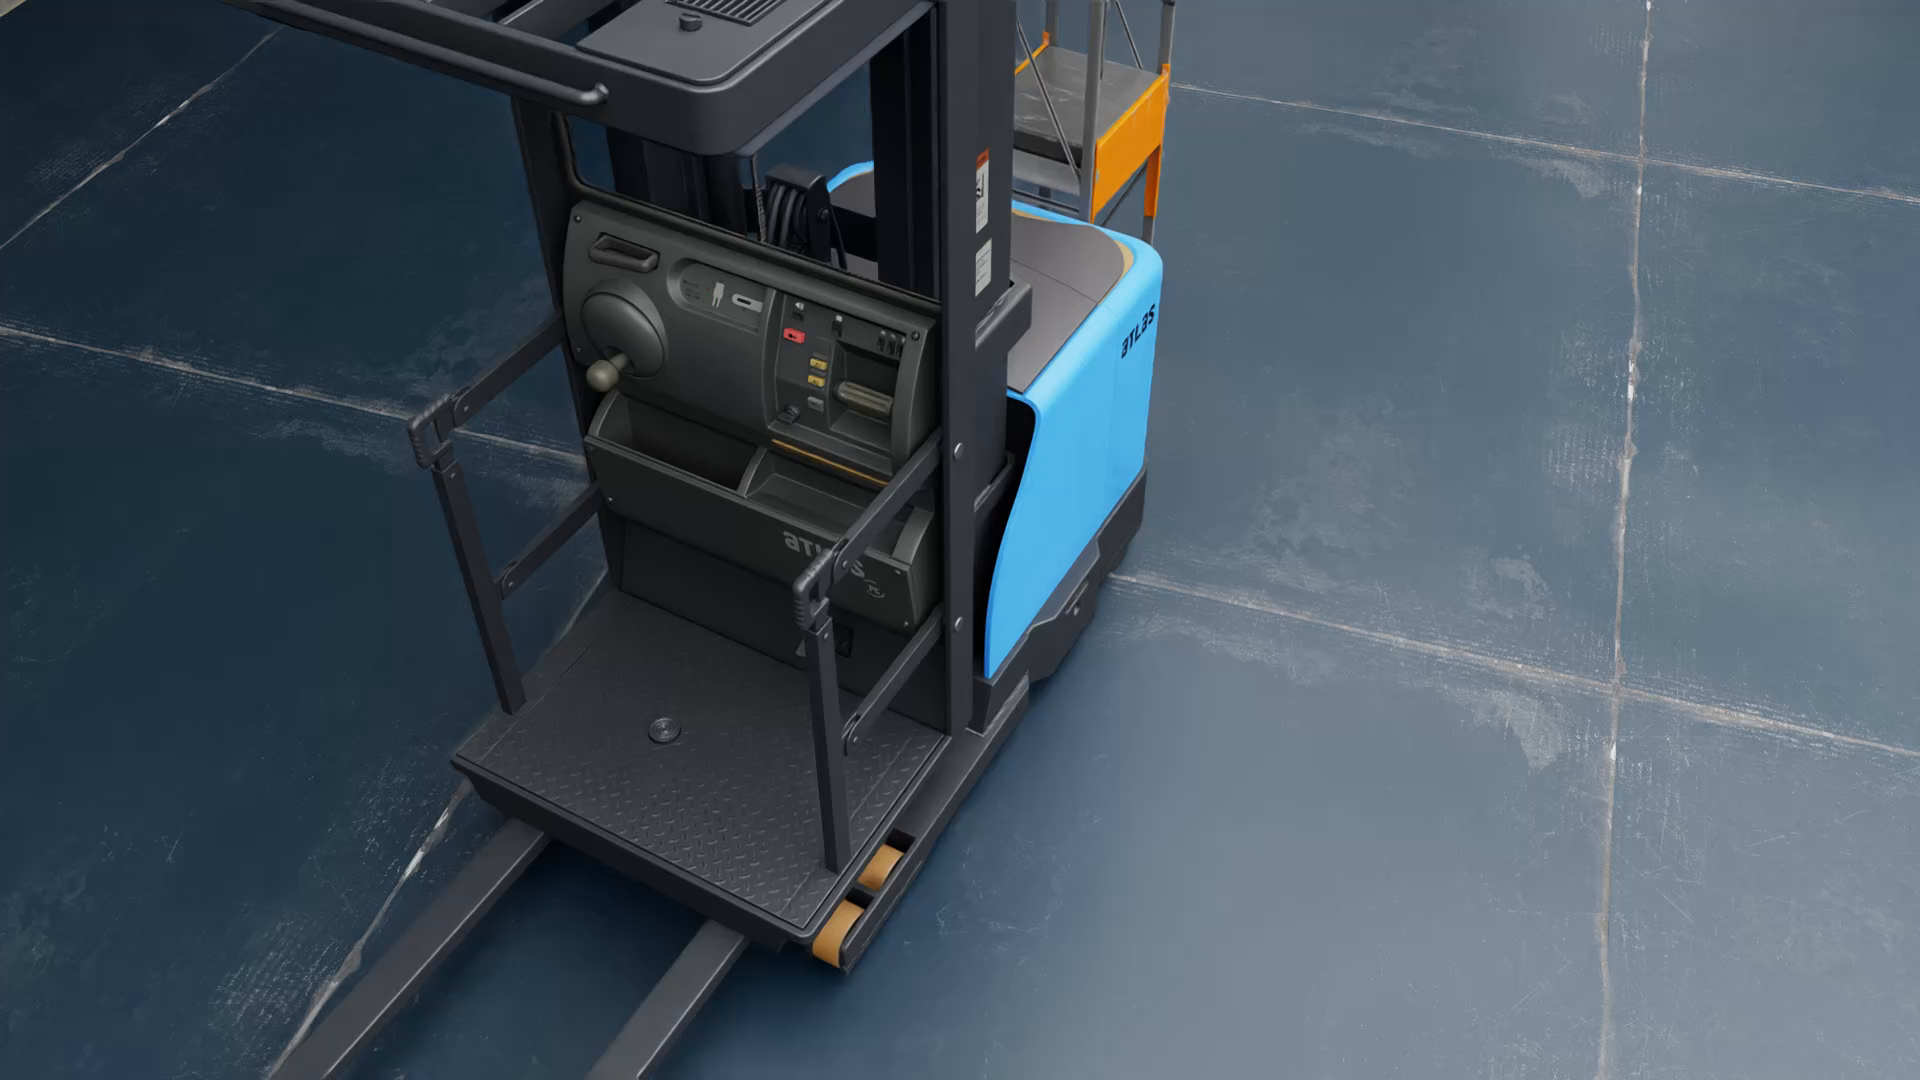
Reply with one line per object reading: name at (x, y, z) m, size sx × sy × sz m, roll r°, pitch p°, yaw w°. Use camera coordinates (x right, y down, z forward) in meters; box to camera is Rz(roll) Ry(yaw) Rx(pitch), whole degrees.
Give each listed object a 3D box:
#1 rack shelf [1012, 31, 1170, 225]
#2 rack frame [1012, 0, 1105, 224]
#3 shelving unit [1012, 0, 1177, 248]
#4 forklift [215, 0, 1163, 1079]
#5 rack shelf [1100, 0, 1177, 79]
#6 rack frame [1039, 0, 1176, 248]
rack shelf at (0.312, -1.114, 4.907) m, size 0.431 × 0.518 × 0.480 m, roll 21°, pitch 48°, yaw 20°
rack frame at (0.192, -0.975, 4.745) m, size 0.400 × 2.100 × 0.015 m, roll 21°, pitch 48°, yaw 20°
shelving unit at (0.312, -1.124, 4.897) m, size 0.431 × 2.100 × 0.503 m, roll 21°, pitch 48°, yaw 20°
forklift at (-0.590, -0.352, 3.515) m, size 1.130 × 2.935 × 3.031 m, roll 21°, pitch 48°, yaw 20°
rack shelf at (0.312, -1.615, 4.417) m, size 0.431 × 0.518 × 0.480 m, roll 21°, pitch 48°, yaw 20°
rack frame at (0.431, -1.273, 5.049) m, size 0.400 × 2.100 × 0.015 m, roll 21°, pitch 48°, yaw 20°
